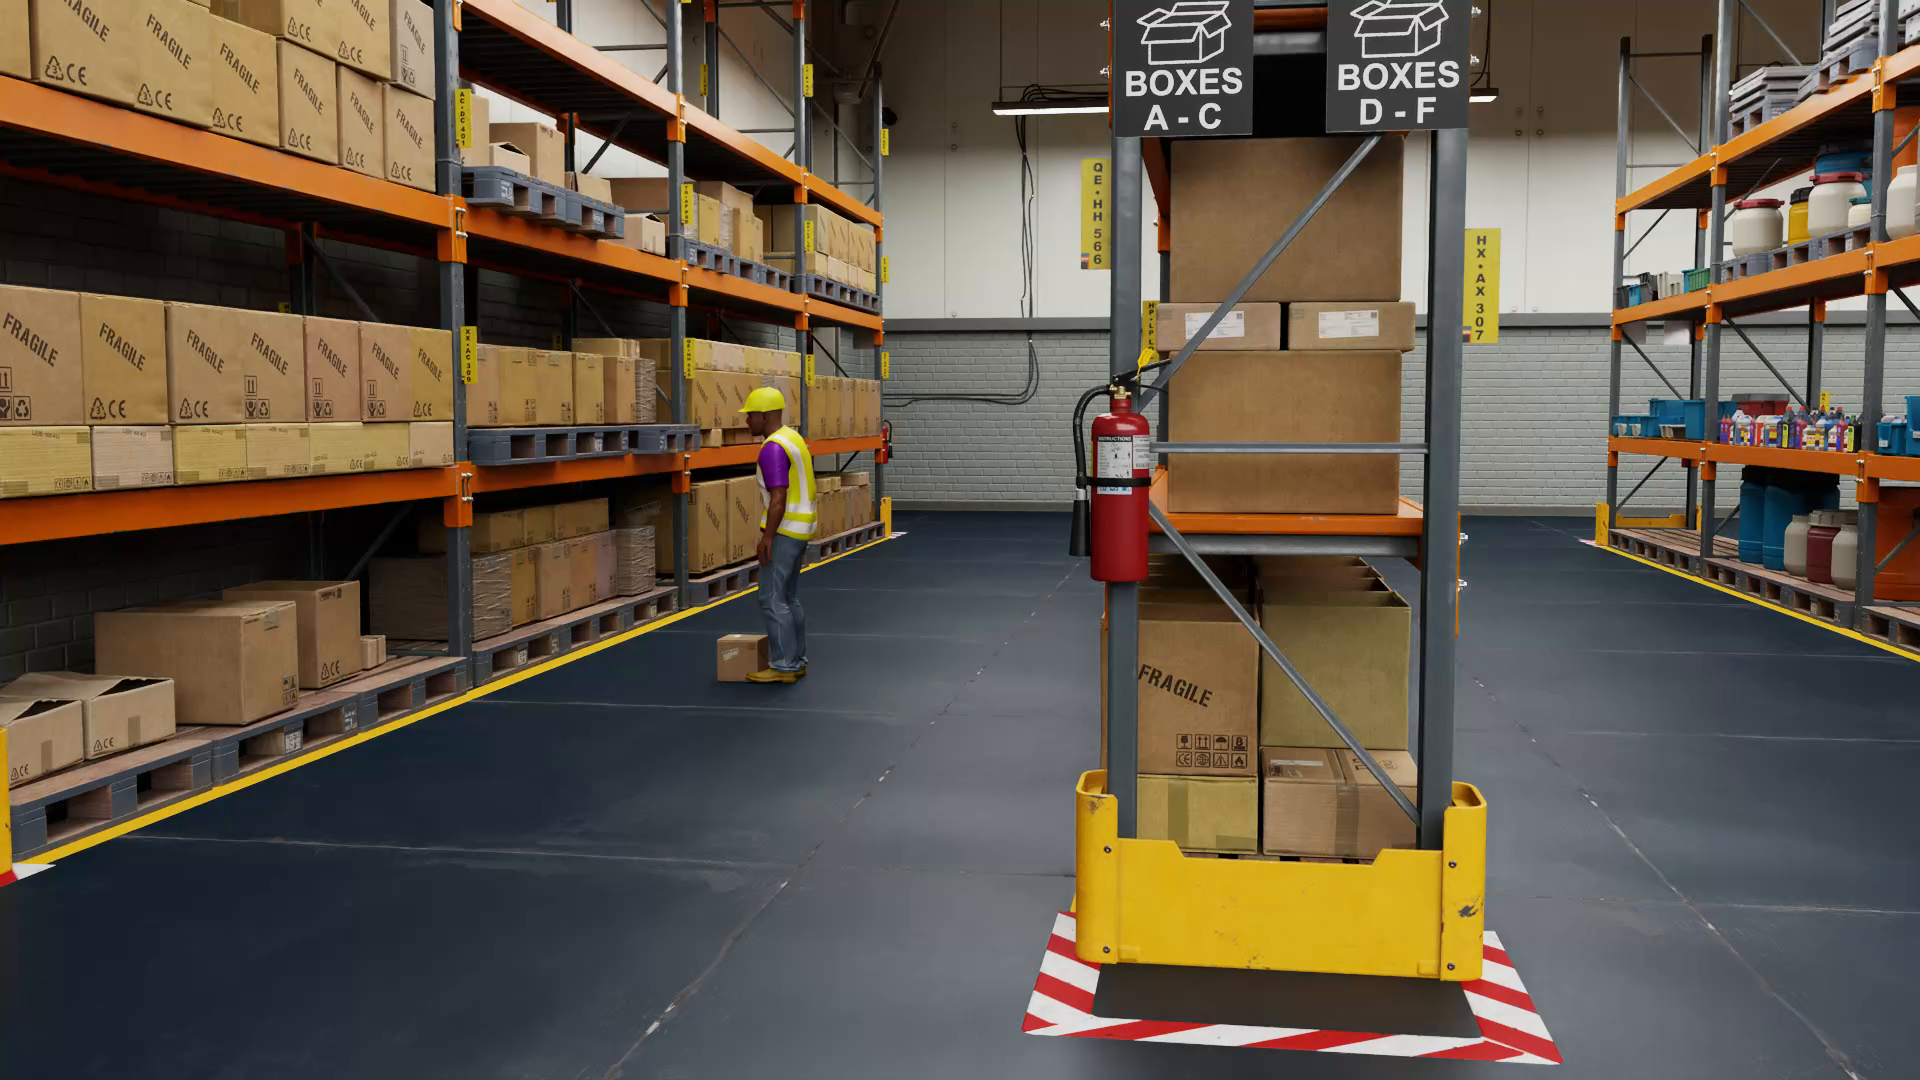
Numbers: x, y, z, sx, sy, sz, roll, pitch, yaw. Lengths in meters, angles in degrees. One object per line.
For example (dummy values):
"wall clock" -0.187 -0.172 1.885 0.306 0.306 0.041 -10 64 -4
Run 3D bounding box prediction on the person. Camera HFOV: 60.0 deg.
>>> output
"person" -1.093 -0.032 9.974 0.460 1.756 0.634 1 4 6
